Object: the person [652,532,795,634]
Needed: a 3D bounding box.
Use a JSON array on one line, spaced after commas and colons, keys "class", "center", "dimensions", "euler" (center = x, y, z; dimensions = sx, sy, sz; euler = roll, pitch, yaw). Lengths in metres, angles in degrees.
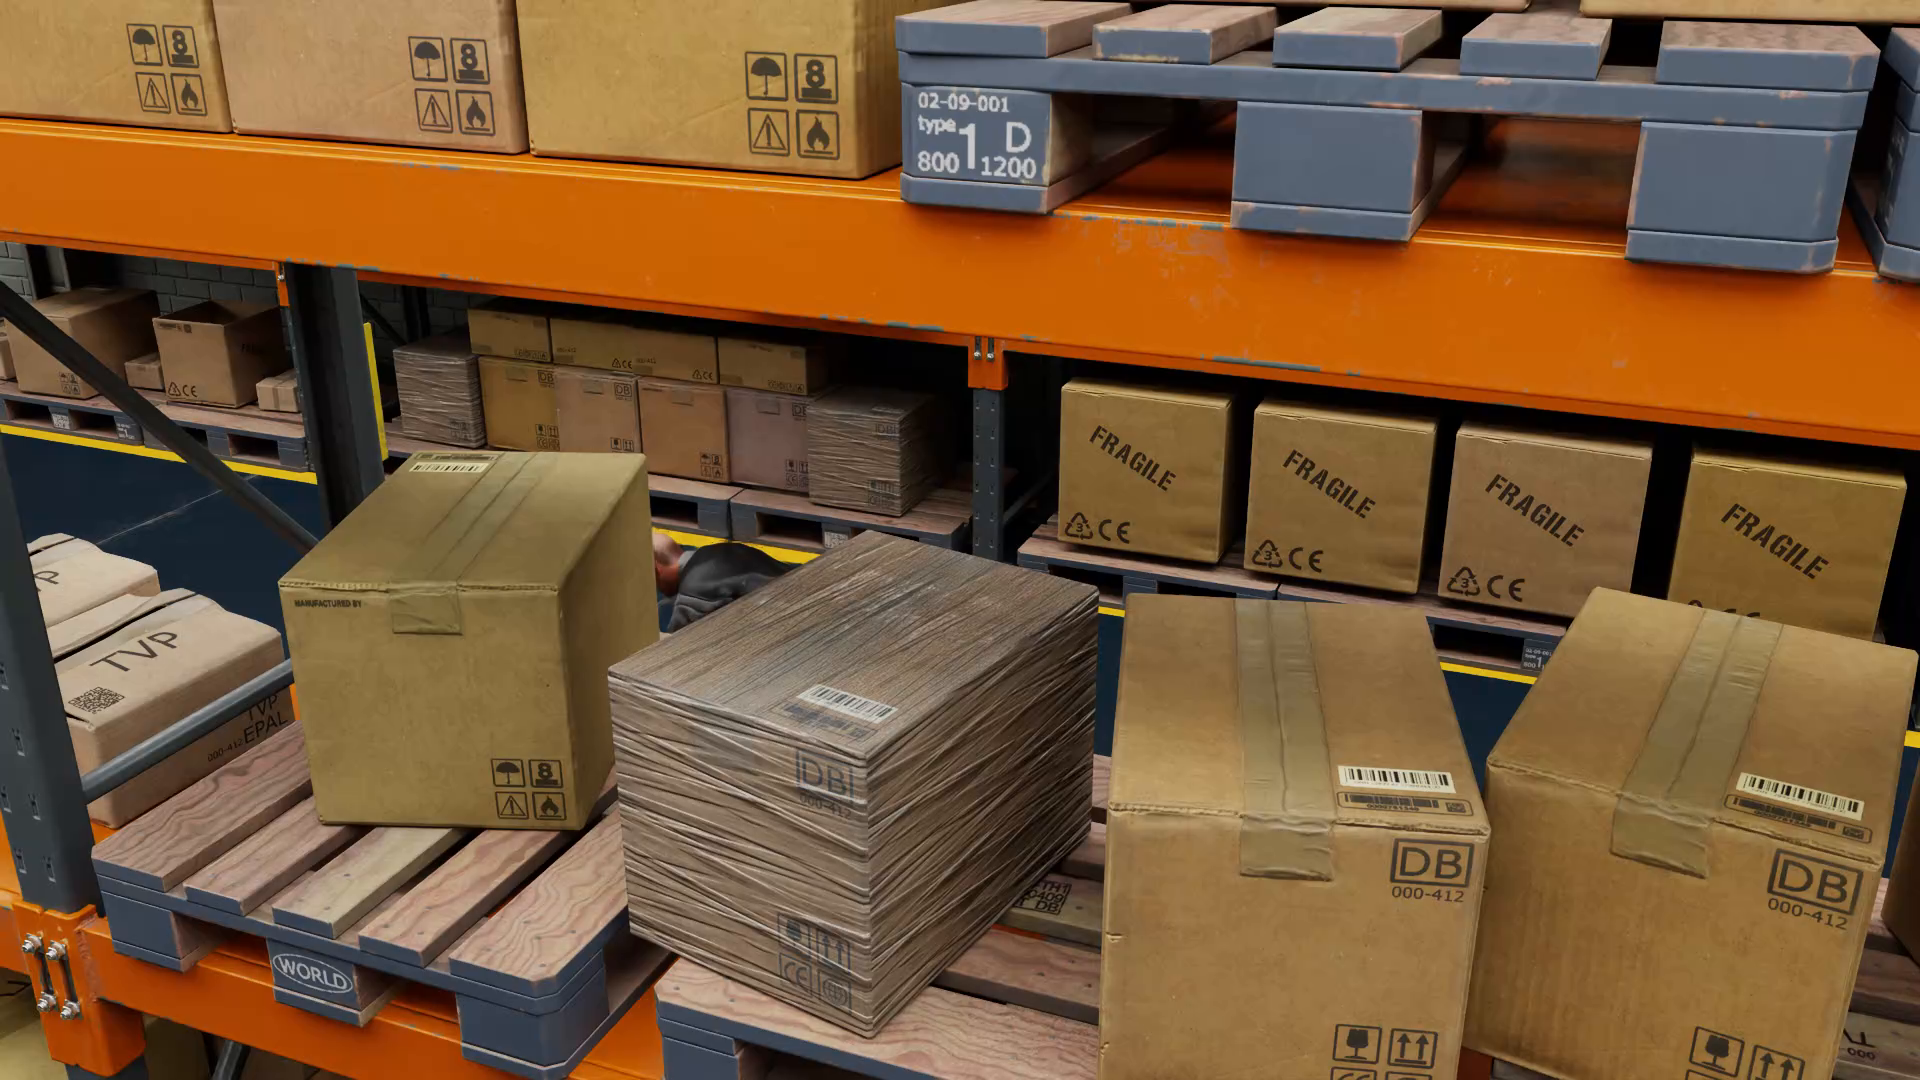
[{"class": "person", "center": [-0.819, 0.393, 6.362], "dimensions": [0.877, 0.833, 0.530], "euler": [9, 24, 20]}]
